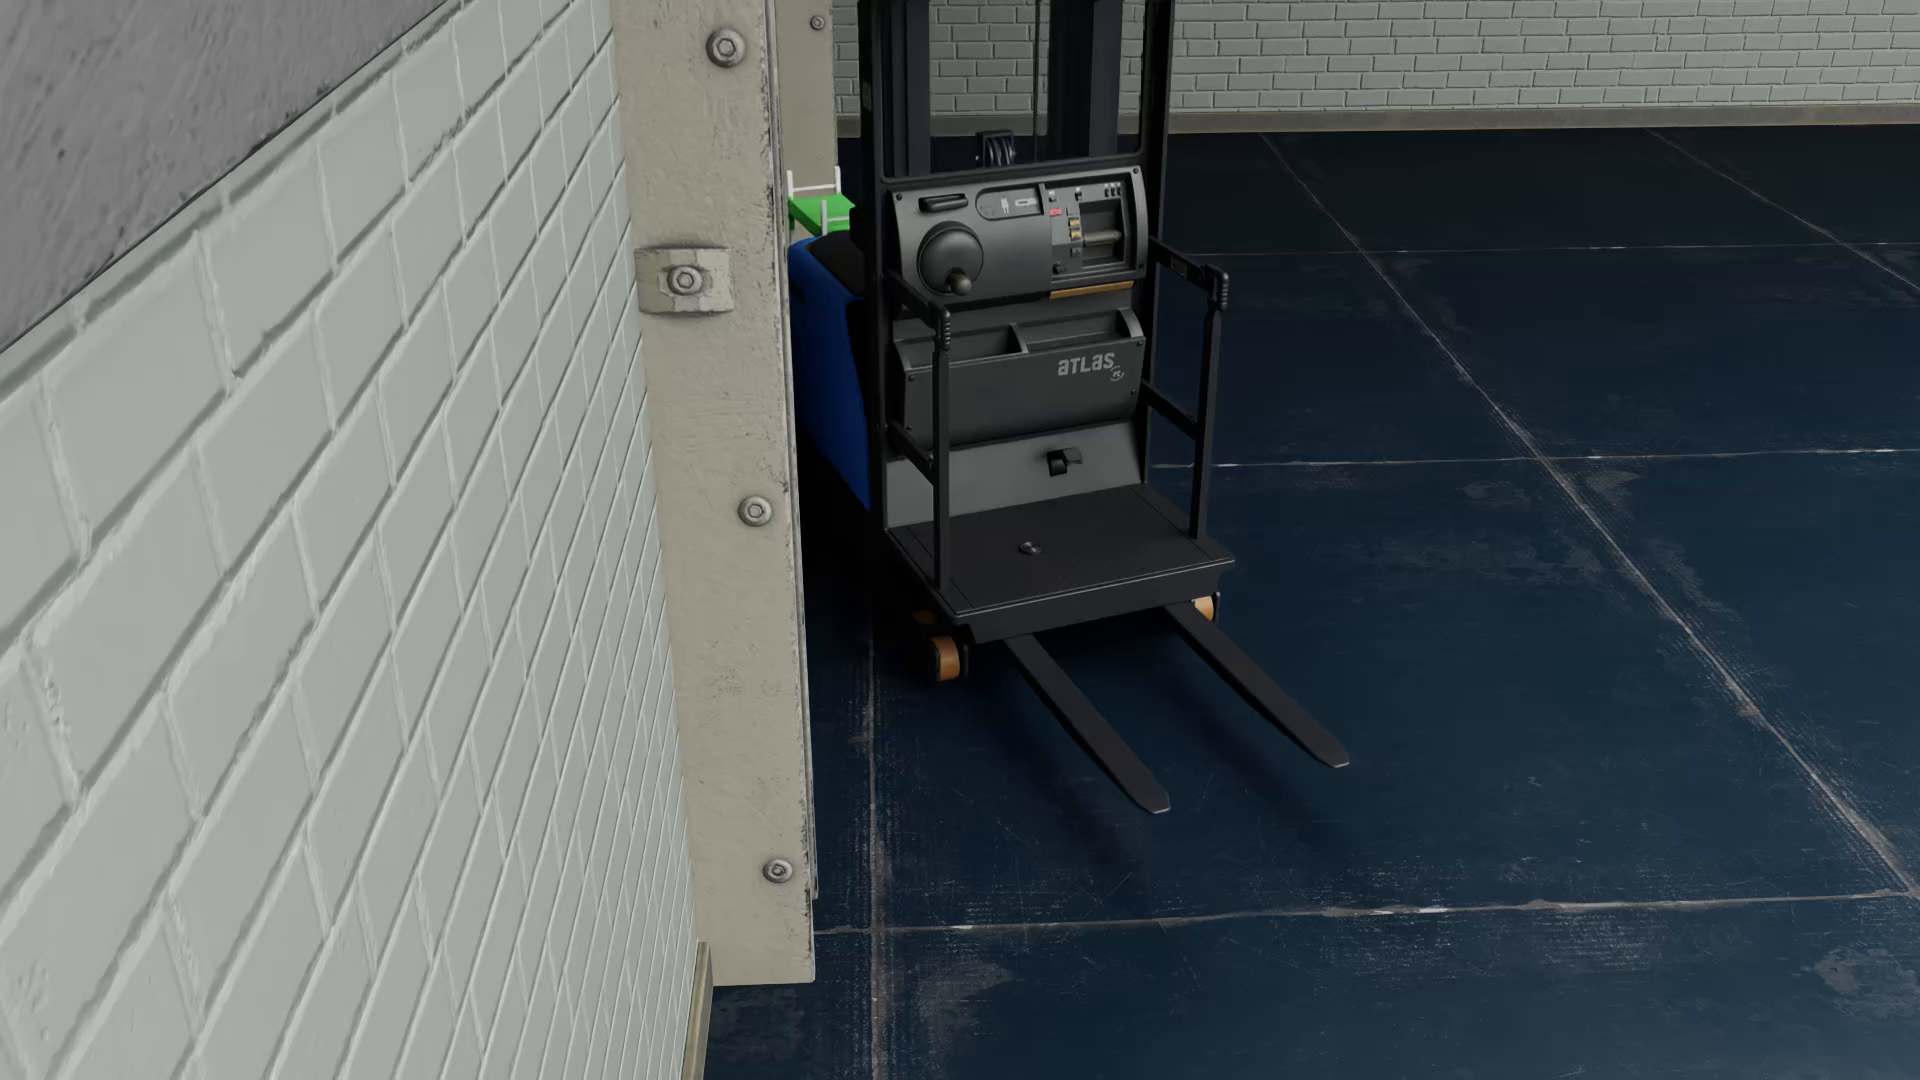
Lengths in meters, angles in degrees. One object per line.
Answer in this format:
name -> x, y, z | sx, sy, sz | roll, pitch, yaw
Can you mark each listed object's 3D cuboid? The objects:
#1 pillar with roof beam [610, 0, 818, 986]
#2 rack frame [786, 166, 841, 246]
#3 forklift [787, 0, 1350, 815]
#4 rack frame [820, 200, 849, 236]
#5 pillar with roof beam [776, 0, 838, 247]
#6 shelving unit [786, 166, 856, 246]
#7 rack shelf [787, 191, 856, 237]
pillar with roof beam -> 3.744, -2.993, 2.758 | 9.100, 9.000, 0.400 | -1, 28, -3
rack frame -> -0.641, -1.091, 7.544 | 0.240, 1.200, 0.015 | -11, 29, -19
forklift -> 0.297, -1.024, 5.544 | 1.130, 2.935, 3.031 | -11, 29, -19
rack frame -> -0.460, -0.881, 7.143 | 0.240, 1.200, 0.015 | -11, 29, -19
pillar with roof beam -> 3.430, -5.764, 8.071 | 9.100, 9.000, 0.400 | -1, 28, -3
shelving unit -> -0.551, -0.986, 7.343 | 0.258, 1.200, 0.503 | -11, 29, -19
rack shelf -> -0.551, -1.355, 7.151 | 0.258, 0.148, 0.480 | -11, 29, -19
